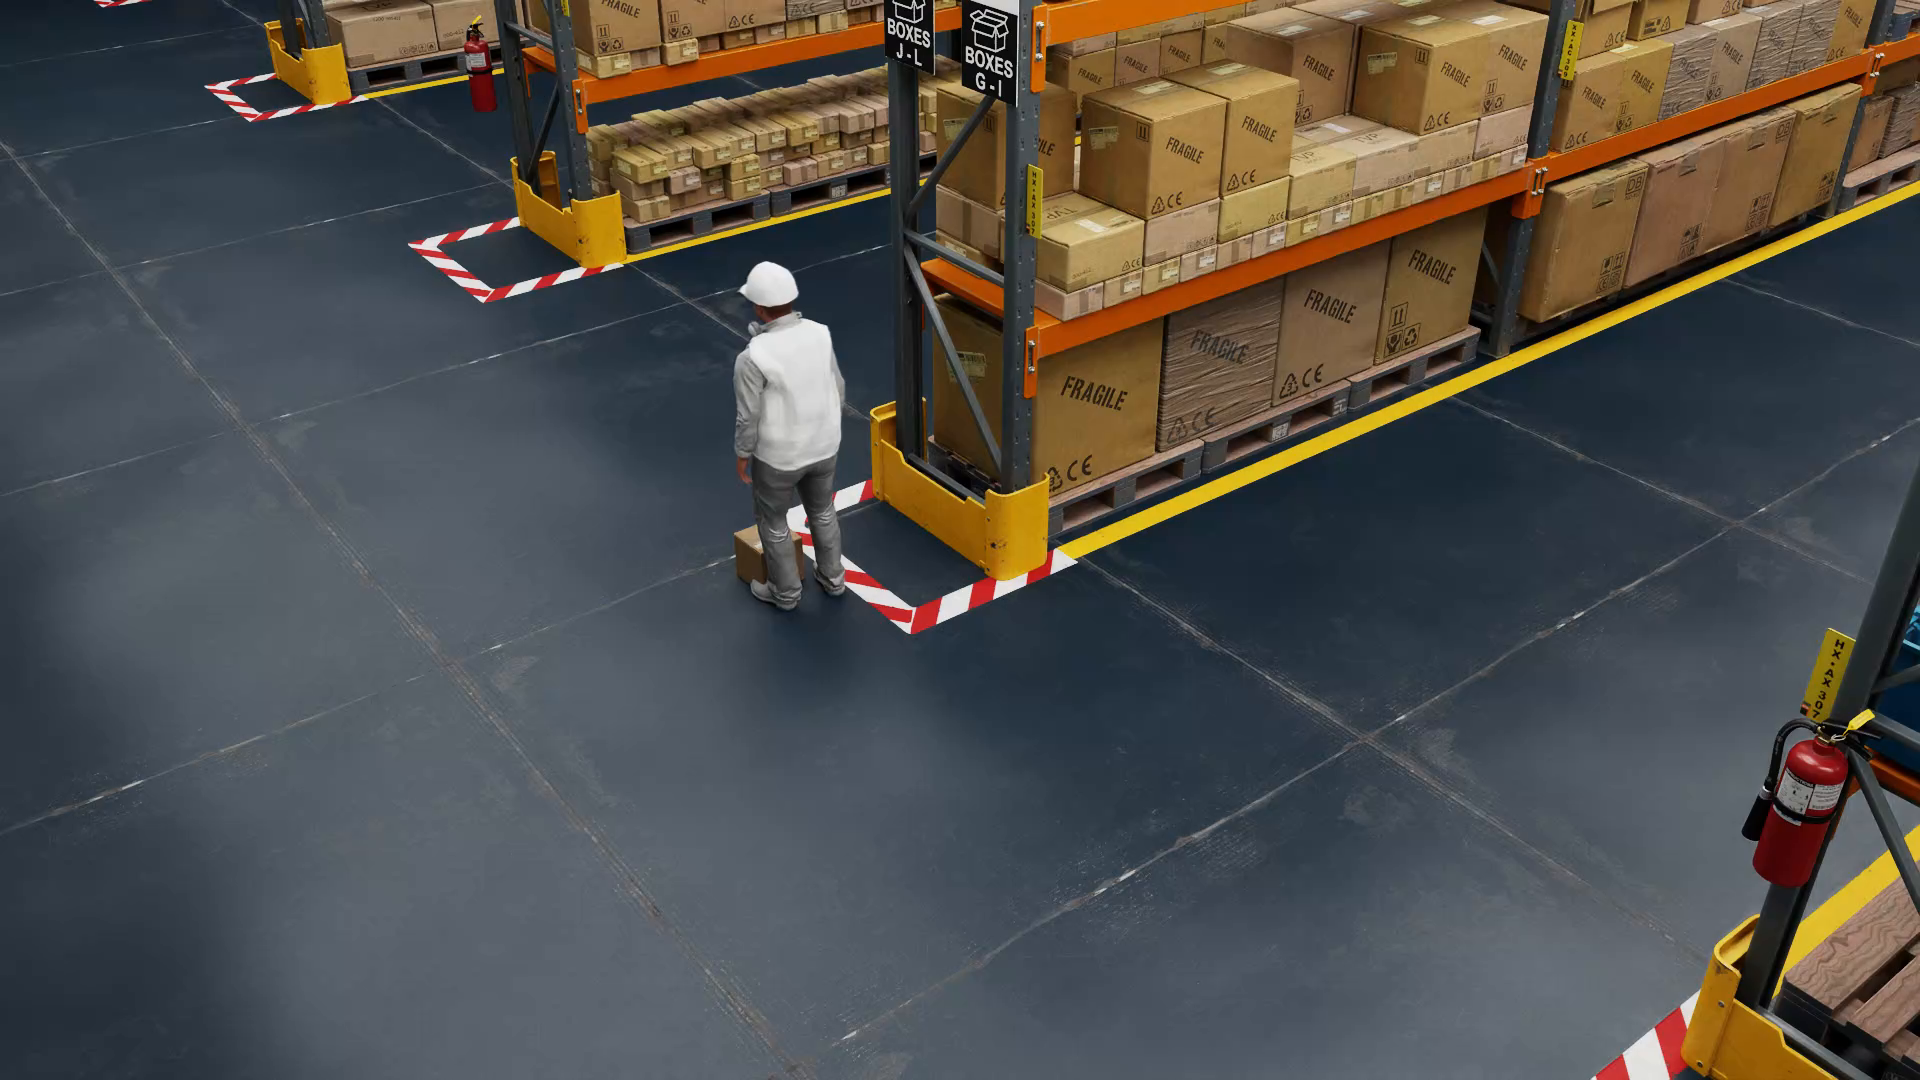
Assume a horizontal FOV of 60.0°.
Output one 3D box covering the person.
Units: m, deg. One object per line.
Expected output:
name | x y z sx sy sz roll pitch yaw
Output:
person | -0.799 -0.458 7.848 0.580 1.769 0.461 -22 38 -31
